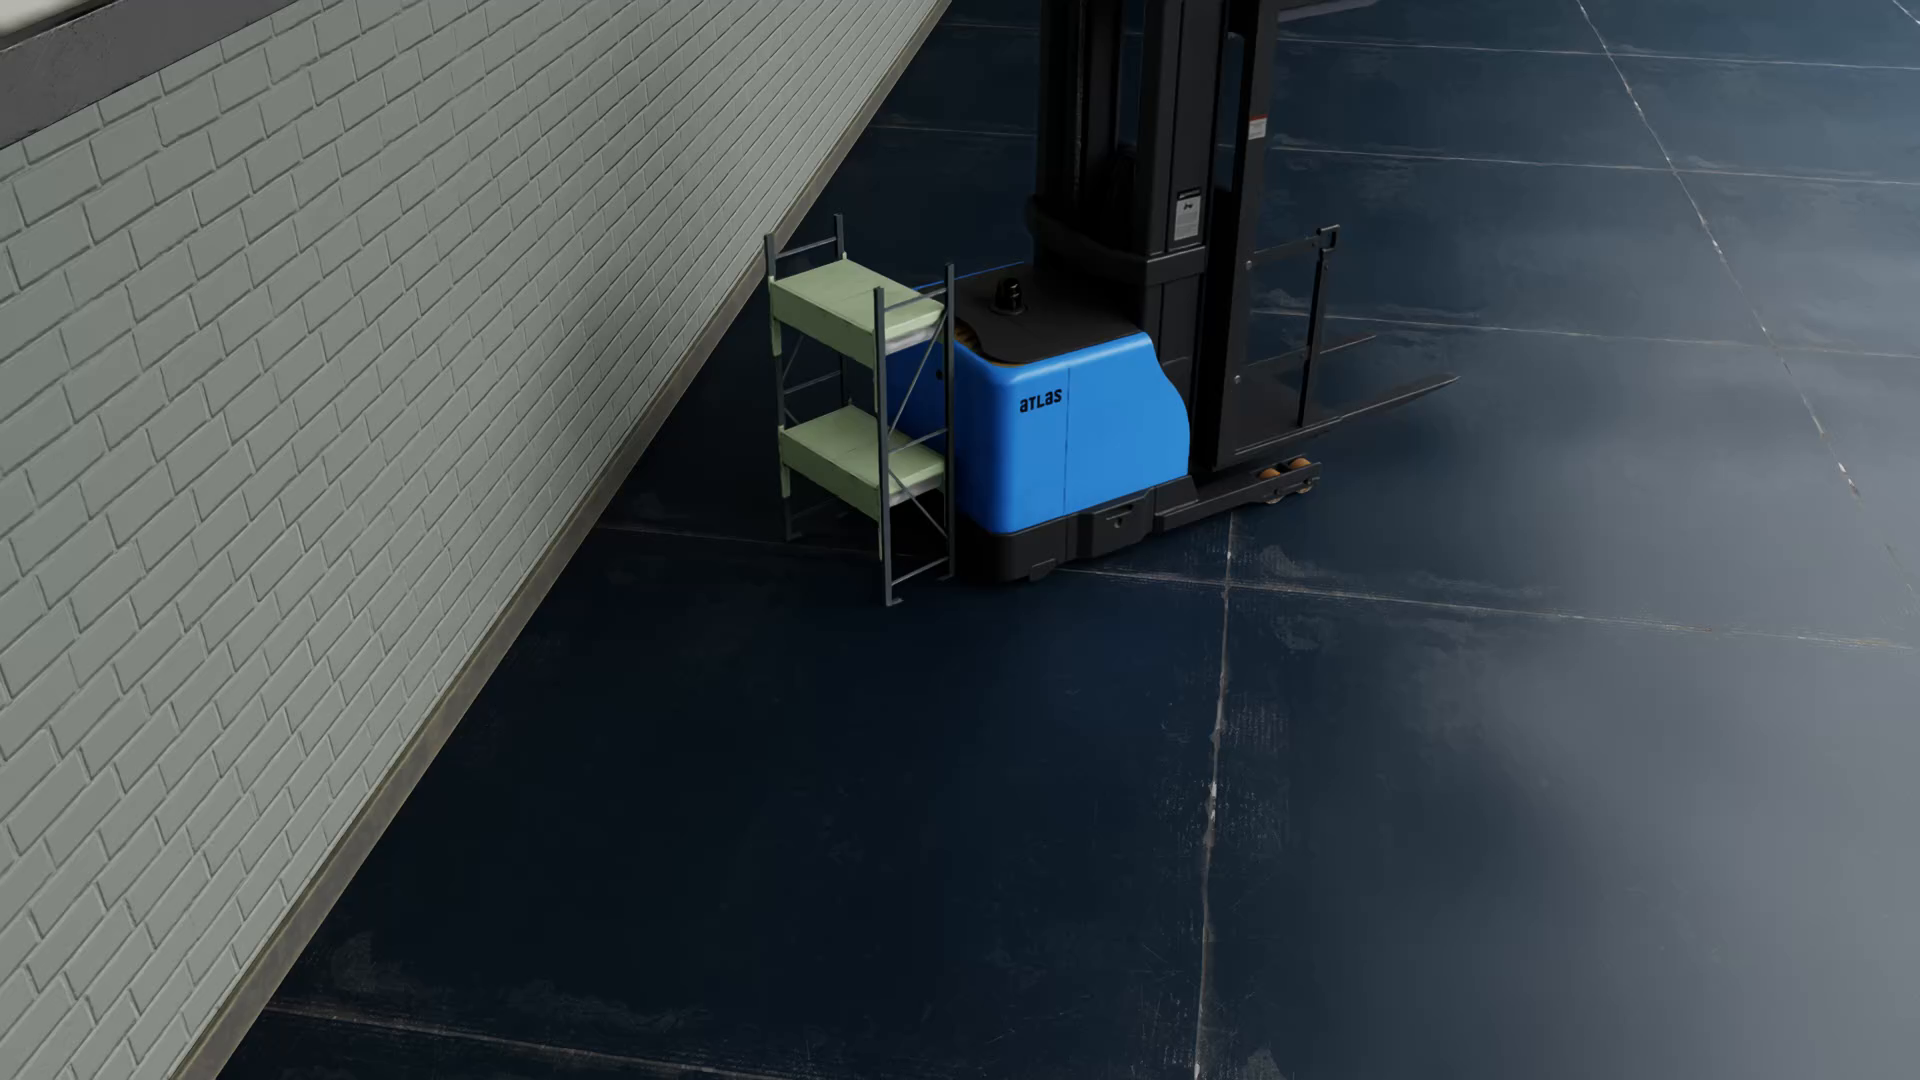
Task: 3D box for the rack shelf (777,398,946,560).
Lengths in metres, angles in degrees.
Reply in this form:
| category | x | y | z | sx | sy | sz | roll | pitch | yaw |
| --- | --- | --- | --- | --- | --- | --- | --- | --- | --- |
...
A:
| category | x | y | z | sx | sy | sz | roll | pitch | yaw |
| --- | --- | --- | --- | --- | --- | --- | --- | --- | --- |
| rack shelf | -0.422 | -0.282 | 7.402 | 0.431 | 0.370 | 0.720 | -25 | 40 | -34 |

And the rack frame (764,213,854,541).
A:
| category | x | y | z | sx | sy | sz | roll | pitch | yaw |
| --- | --- | --- | --- | --- | --- | --- | --- | --- | --- |
| rack frame | -0.663 | -0.705 | 7.462 | 0.400 | 1.500 | 0.023 | -25 | 40 | -34 |

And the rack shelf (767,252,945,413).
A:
| category | x | y | z | sx | sy | sz | roll | pitch | yaw |
| --- | --- | --- | --- | --- | --- | --- | --- | --- | --- |
| rack shelf | -0.422 | -0.889 | 7.022 | 0.431 | 0.370 | 0.720 | -25 | 40 | -34 |

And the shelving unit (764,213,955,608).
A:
| category | x | y | z | sx | sy | sz | roll | pitch | yaw |
| --- | --- | --- | --- | --- | --- | --- | --- | --- | --- |
| shelving unit | -0.422 | -0.559 | 7.229 | 0.431 | 1.500 | 0.755 | -25 | 40 | -34 |

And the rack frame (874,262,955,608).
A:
| category | x | y | z | sx | sy | sz | roll | pitch | yaw |
| --- | --- | --- | --- | --- | --- | --- | --- | --- | --- |
| rack frame | -0.181 | -0.413 | 6.996 | 0.400 | 1.500 | 0.023 | -25 | 40 | -34 |

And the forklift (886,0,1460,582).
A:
| category | x | y | z | sx | sy | sz | roll | pitch | yaw |
| --- | --- | --- | --- | --- | --- | --- | --- | --- | --- |
| forklift | 1.159 | -1.636 | 7.601 | 3.031 | 2.935 | 1.130 | -18 | 36 | -27 |
